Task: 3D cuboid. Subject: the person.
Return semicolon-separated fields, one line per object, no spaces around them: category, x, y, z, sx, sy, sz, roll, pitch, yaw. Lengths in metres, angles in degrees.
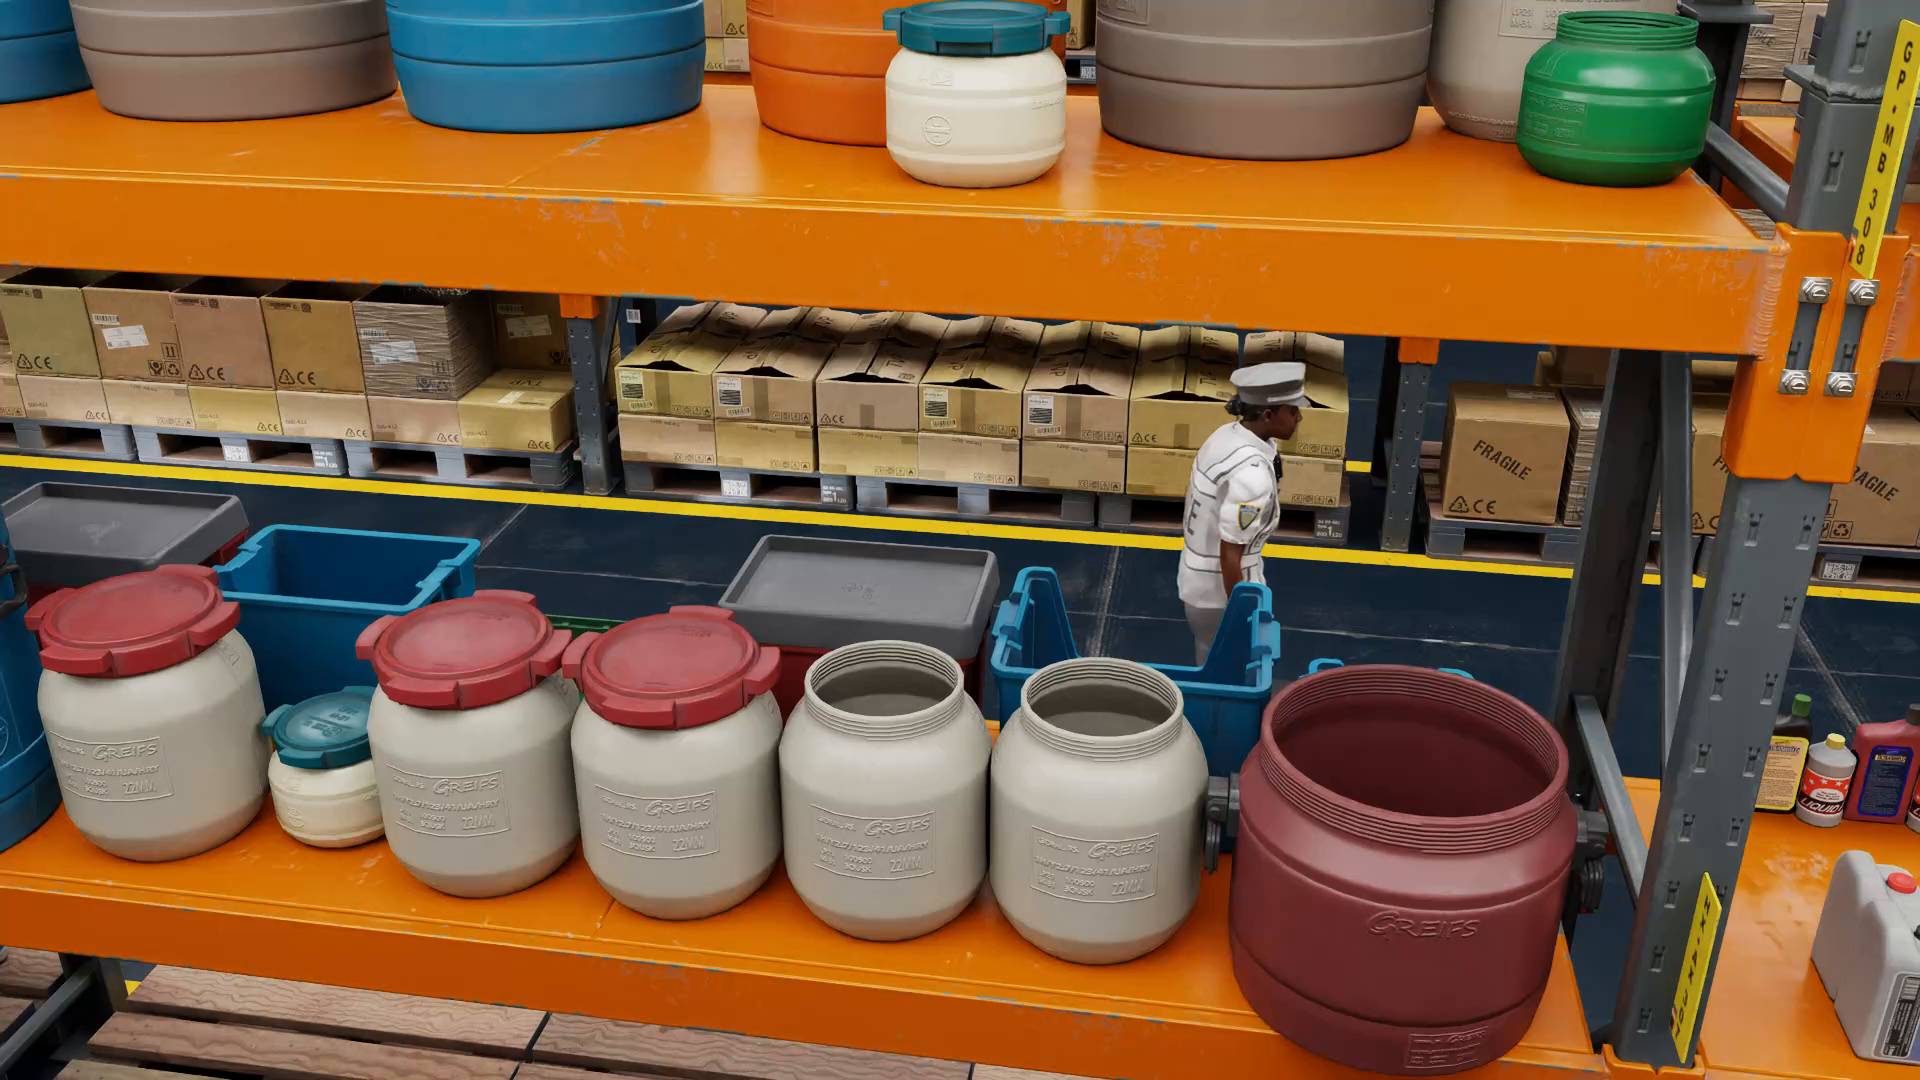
person;0.939;0.198;5.679;0.392;1.664;0.532;3;25;6
